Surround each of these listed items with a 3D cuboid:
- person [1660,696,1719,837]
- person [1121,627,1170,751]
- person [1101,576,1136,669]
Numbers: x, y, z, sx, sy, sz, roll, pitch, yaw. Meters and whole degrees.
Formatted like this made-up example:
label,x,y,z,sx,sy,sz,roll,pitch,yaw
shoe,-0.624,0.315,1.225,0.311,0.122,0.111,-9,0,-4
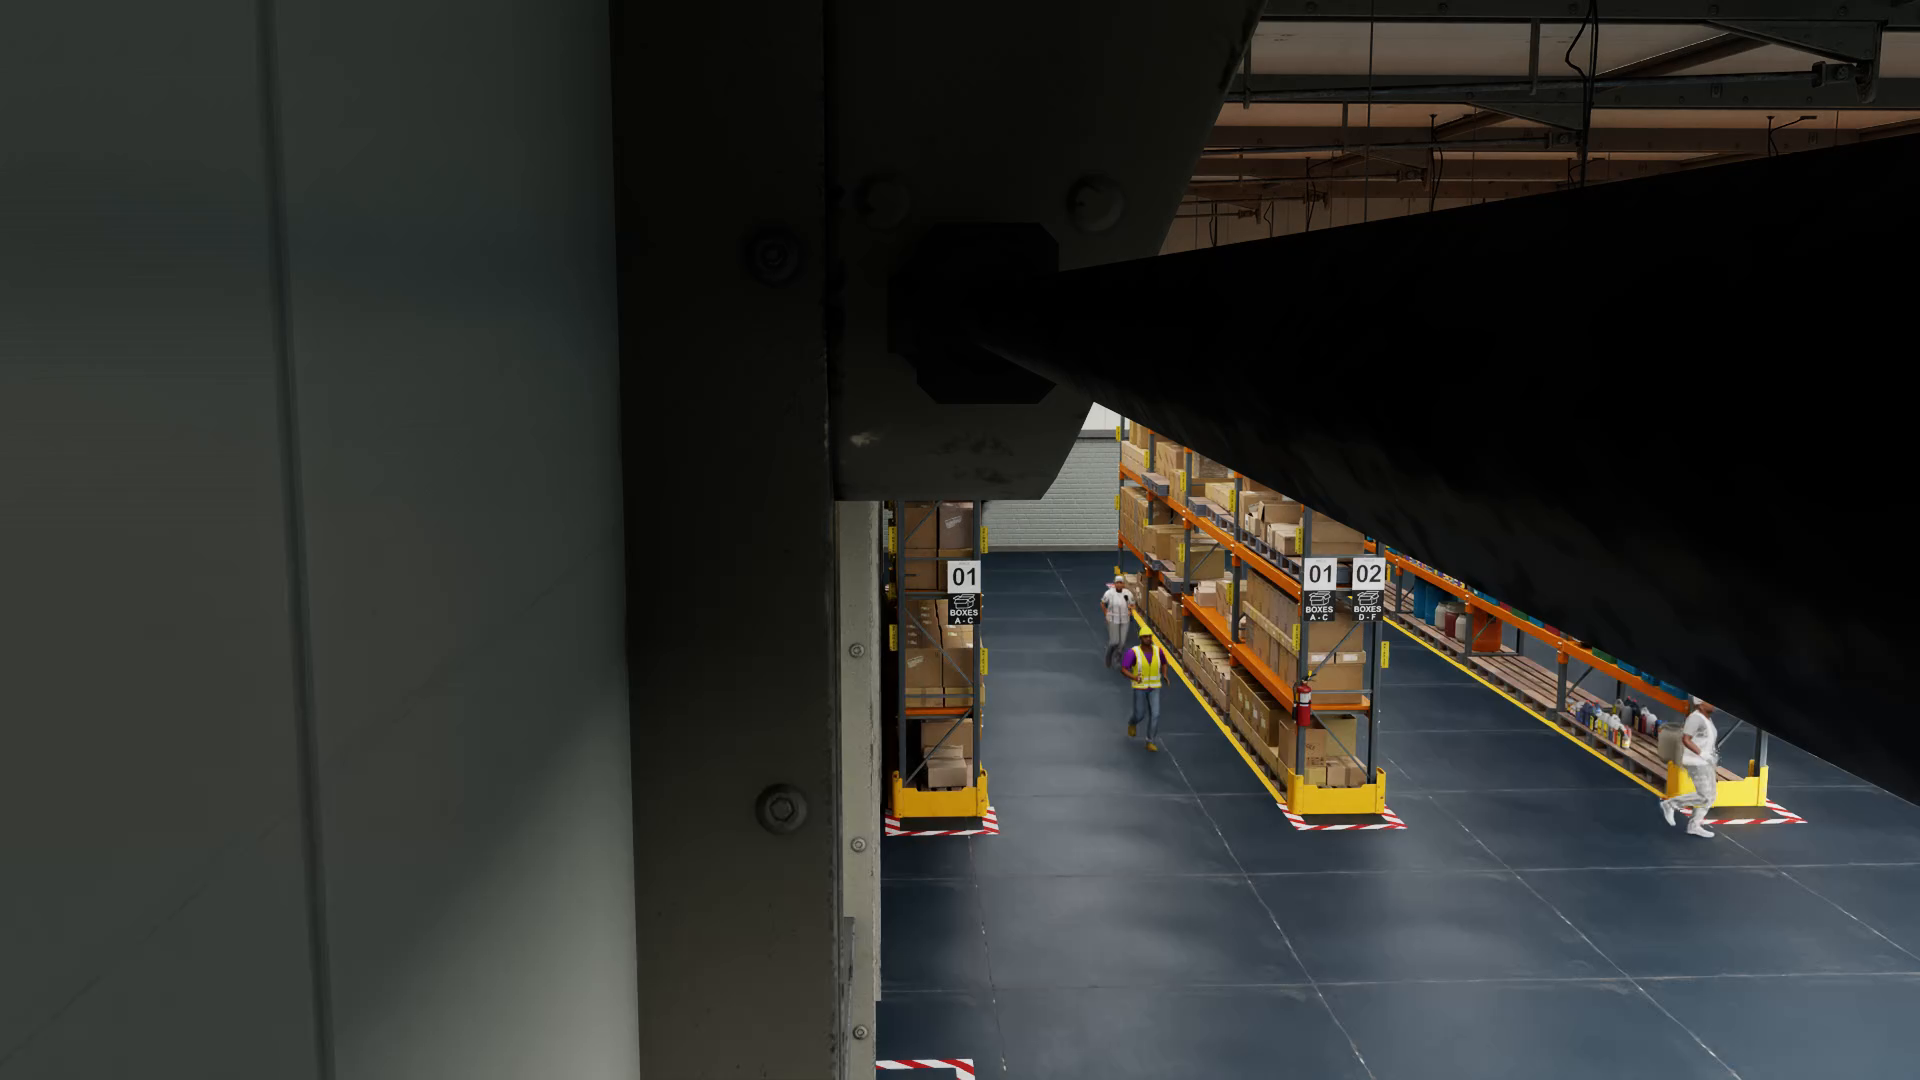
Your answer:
label,x,y,z,sx,sy,sz,roll,pitch,yaw
person,8.749,2.639,19.839,0.618,1.738,0.706,5,10,33
person,2.642,2.089,23.623,0.714,1.733,0.791,-2,8,-10
person,2.736,1.423,28.532,0.586,1.634,0.576,-1,8,-5
